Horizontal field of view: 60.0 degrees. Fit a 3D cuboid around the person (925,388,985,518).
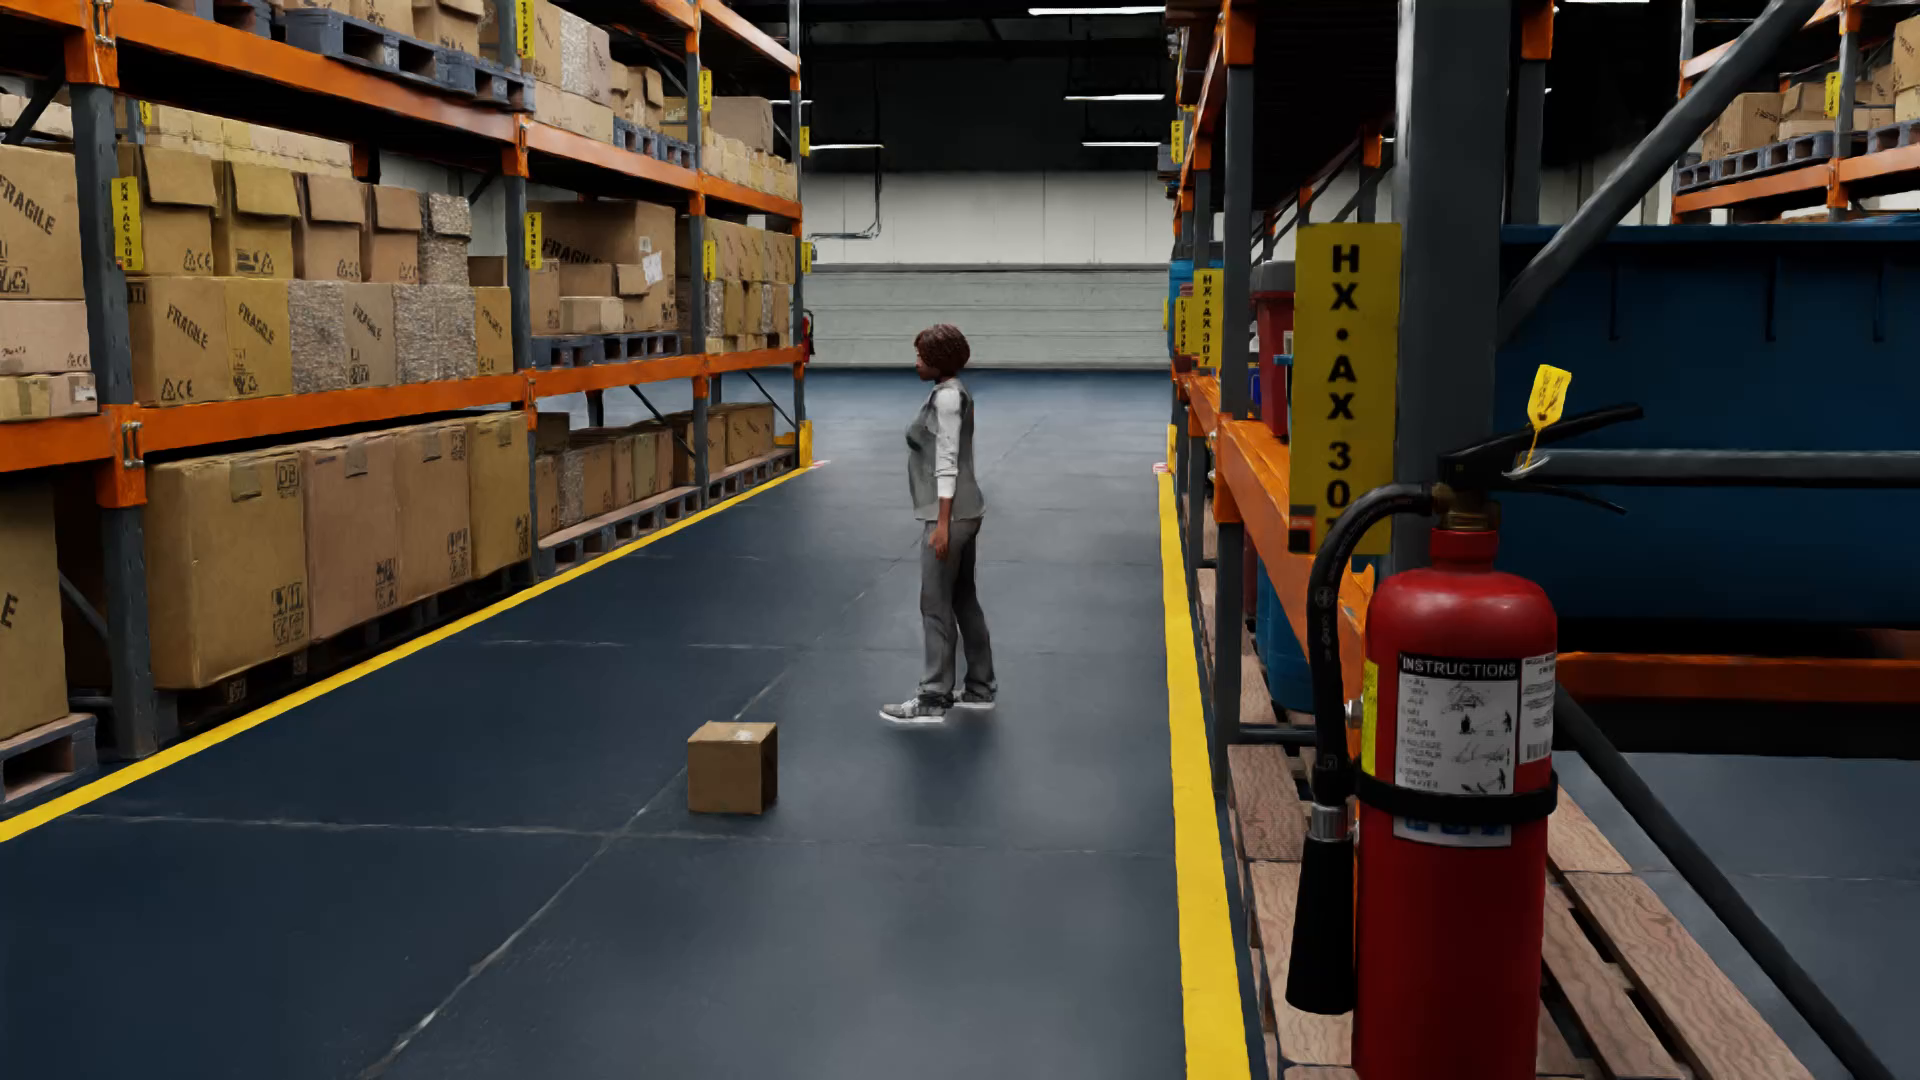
[{"bbox_3d":[-0.054,-0.354,6.633,0.300,0.538,0.465,1,8,6],"label":"person"}]
